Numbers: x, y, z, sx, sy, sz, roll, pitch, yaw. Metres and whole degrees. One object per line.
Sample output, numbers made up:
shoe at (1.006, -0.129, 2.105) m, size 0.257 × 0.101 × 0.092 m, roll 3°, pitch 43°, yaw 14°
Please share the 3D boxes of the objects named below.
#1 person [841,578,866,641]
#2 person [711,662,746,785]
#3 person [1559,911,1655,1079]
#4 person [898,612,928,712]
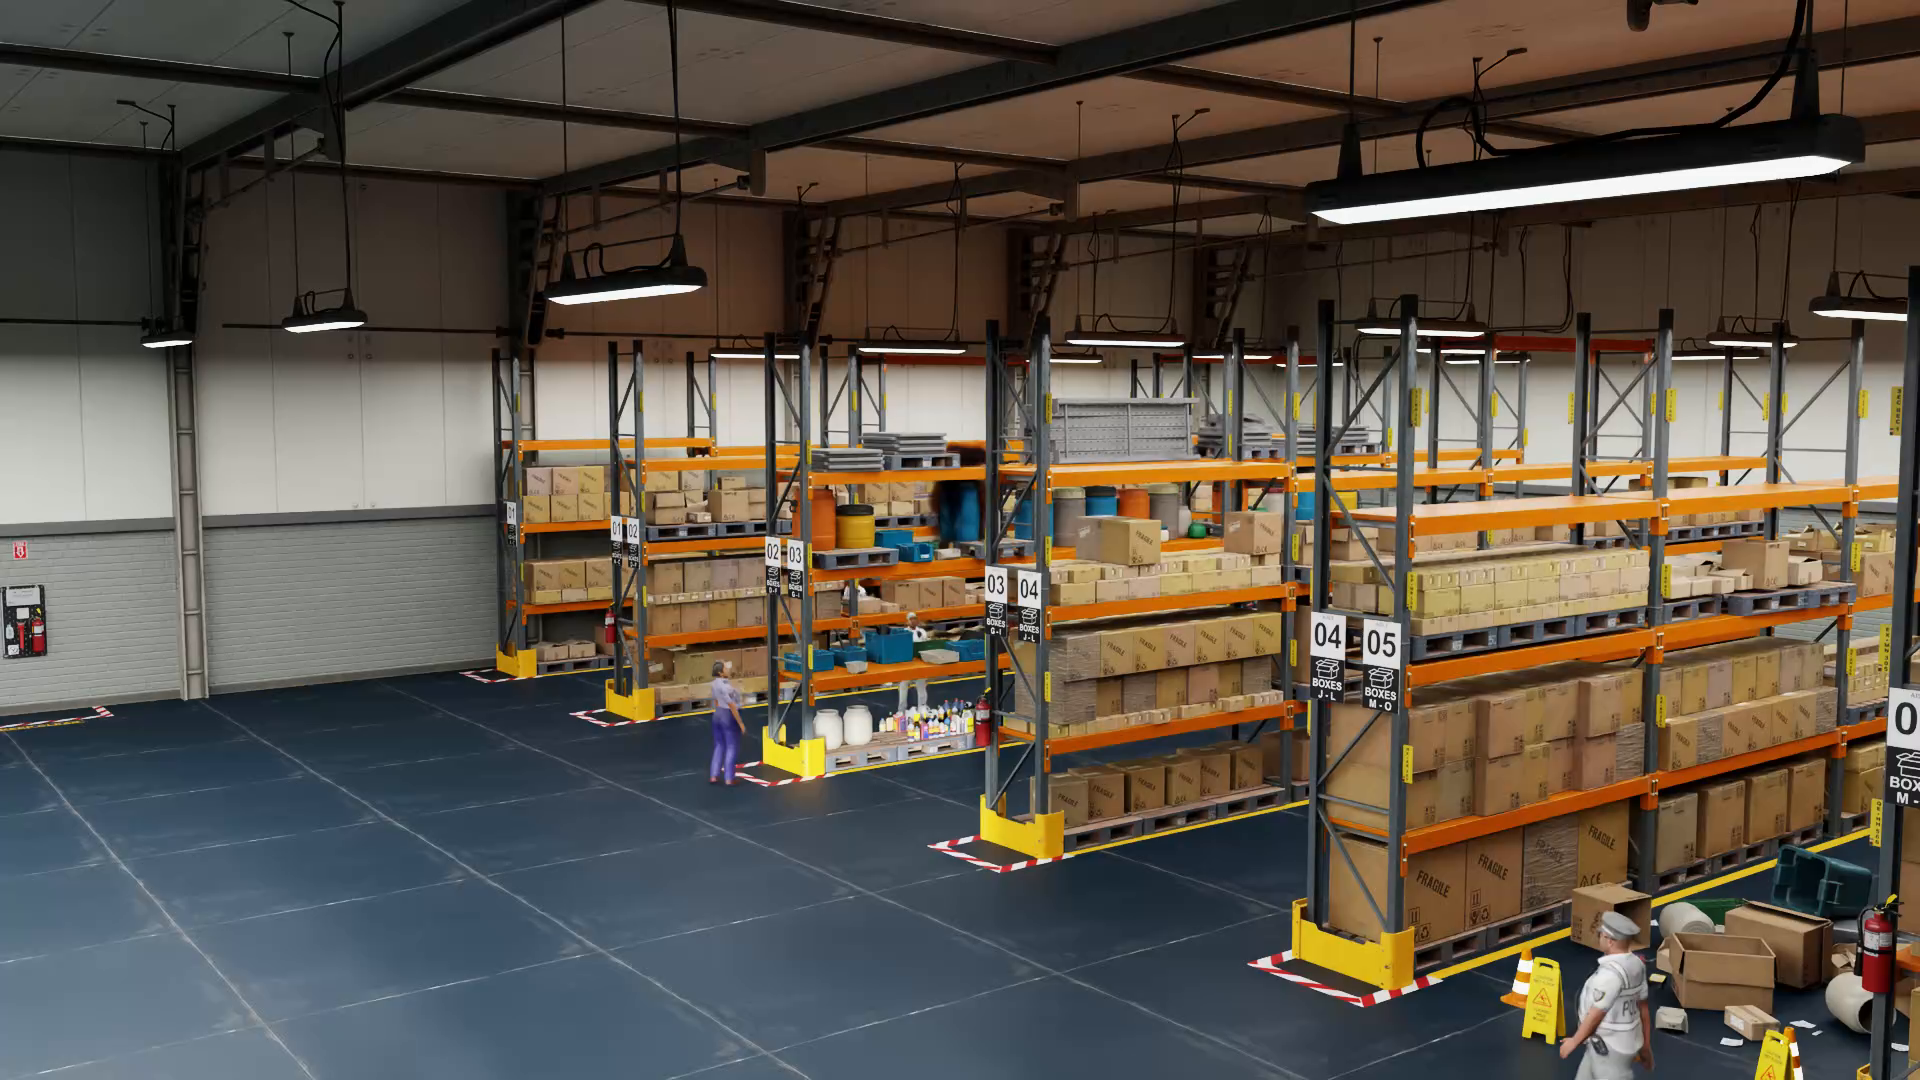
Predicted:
person at (-2.136, 1.448, 32.933) m, size 0.980 × 1.636 × 0.437 m, roll -5°, pitch 7°, yaw -44°
person at (-3.089, 2.430, 22.013) m, size 0.542 × 1.638 × 0.390 m, roll 5°, pitch 7°, yaw 42°
person at (4.305, 3.330, 11.055) m, size 1.028 × 1.733 × 0.522 m, roll 4°, pitch 6°, yaw 36°
person at (-0.747, 2.006, 26.648) m, size 0.536 × 1.679 × 0.457 m, roll 2°, pitch 6°, yaw 24°
